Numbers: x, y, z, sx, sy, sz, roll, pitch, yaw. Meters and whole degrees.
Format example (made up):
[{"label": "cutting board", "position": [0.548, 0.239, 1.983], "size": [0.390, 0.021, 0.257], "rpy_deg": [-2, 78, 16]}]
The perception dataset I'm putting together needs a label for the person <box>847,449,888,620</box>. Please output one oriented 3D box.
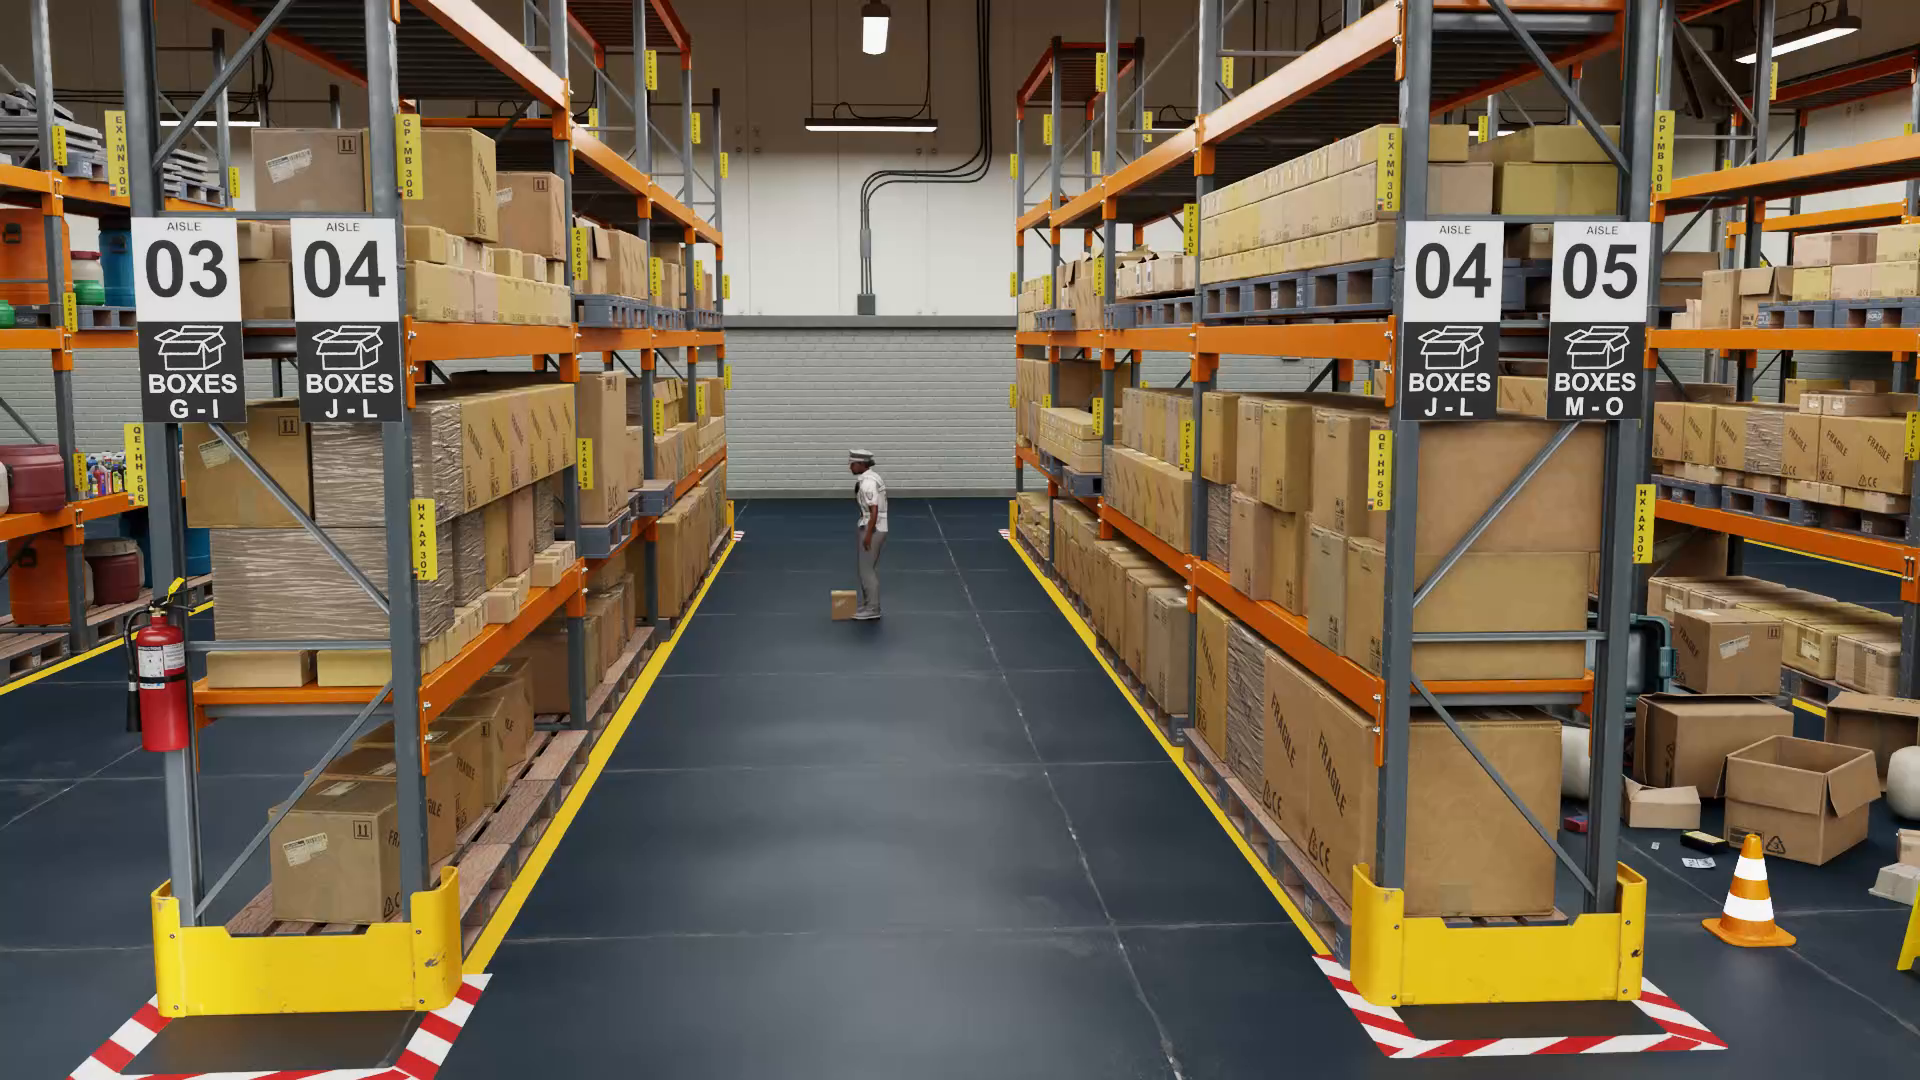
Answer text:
[{"label": "person", "position": [-0.904, -0.063, 16.282], "size": [0.397, 1.656, 0.514], "rpy_deg": [-1, 7, -6]}]
